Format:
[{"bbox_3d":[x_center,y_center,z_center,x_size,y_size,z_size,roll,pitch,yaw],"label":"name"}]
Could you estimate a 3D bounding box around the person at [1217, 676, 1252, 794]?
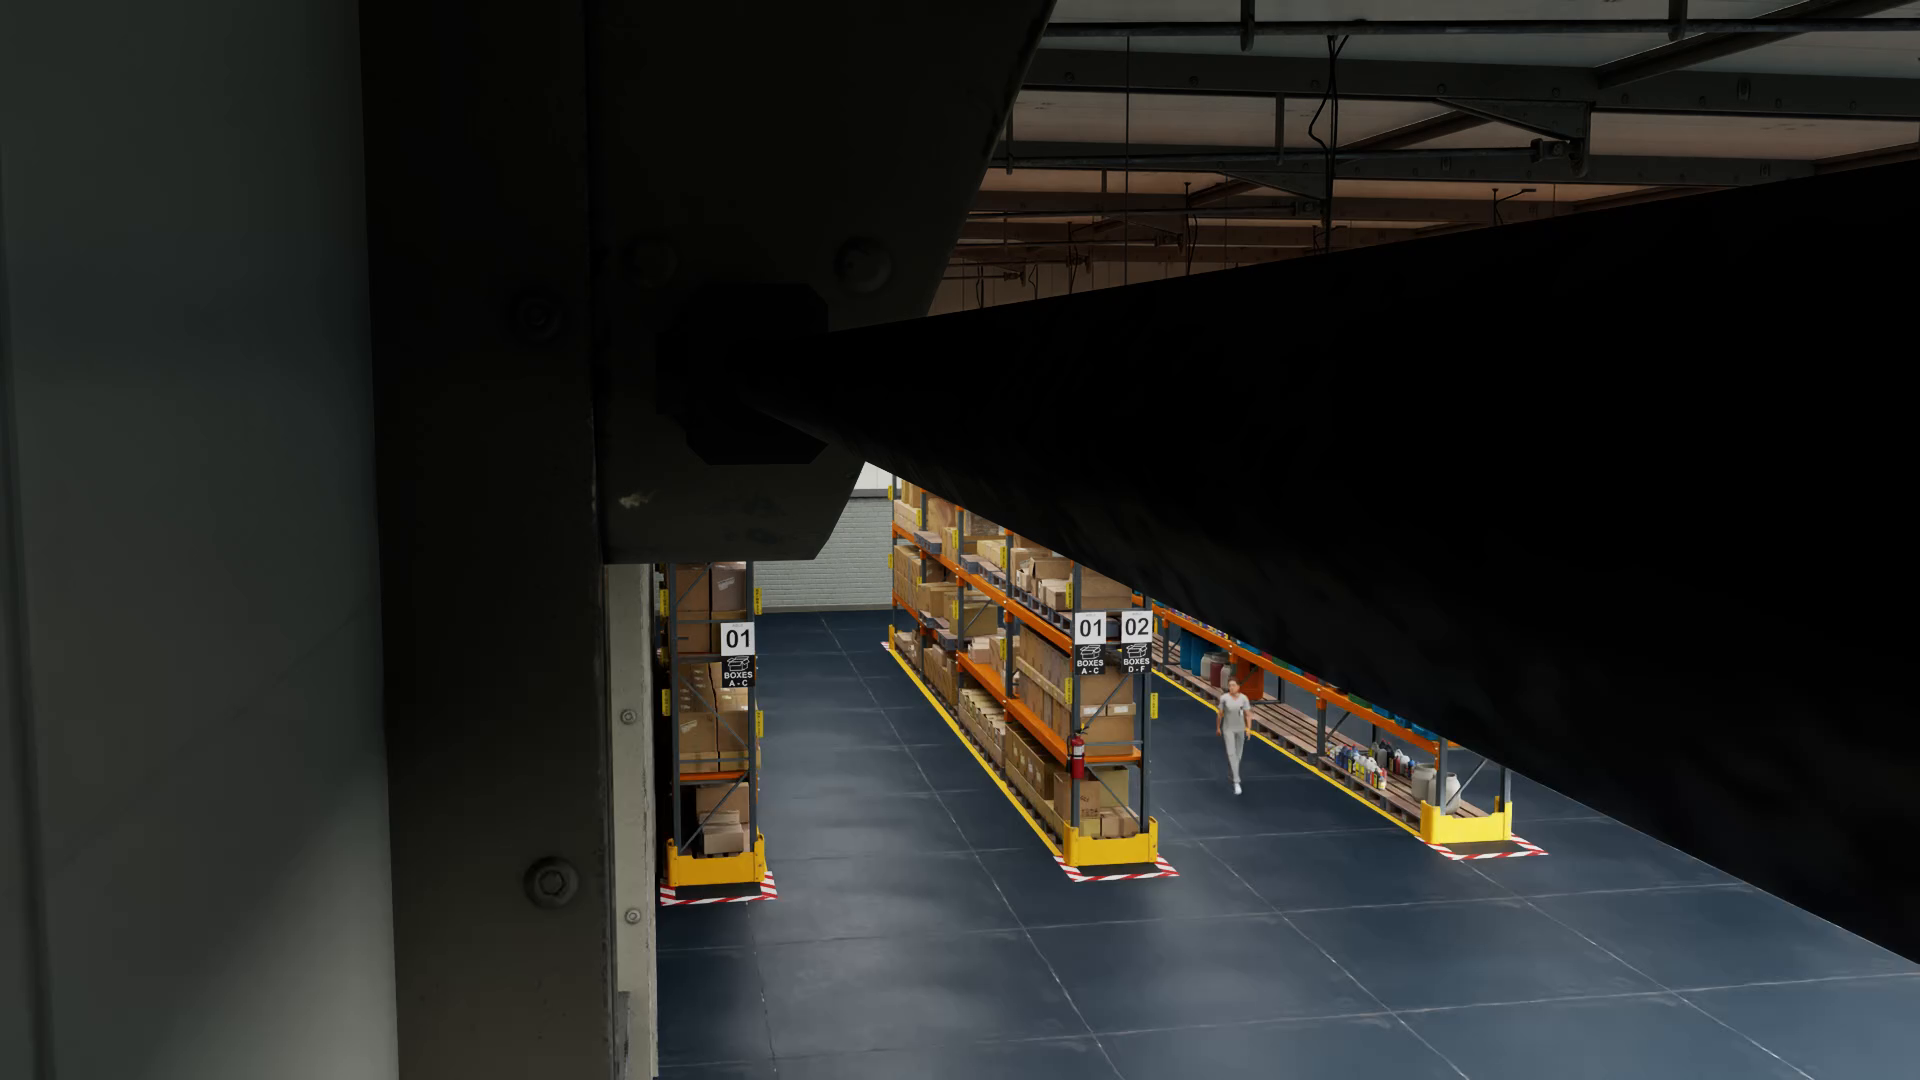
[{"bbox_3d":[4.074,2.846,24.600,0.472,1.655,0.860,0,6,-4],"label":"person"}]
